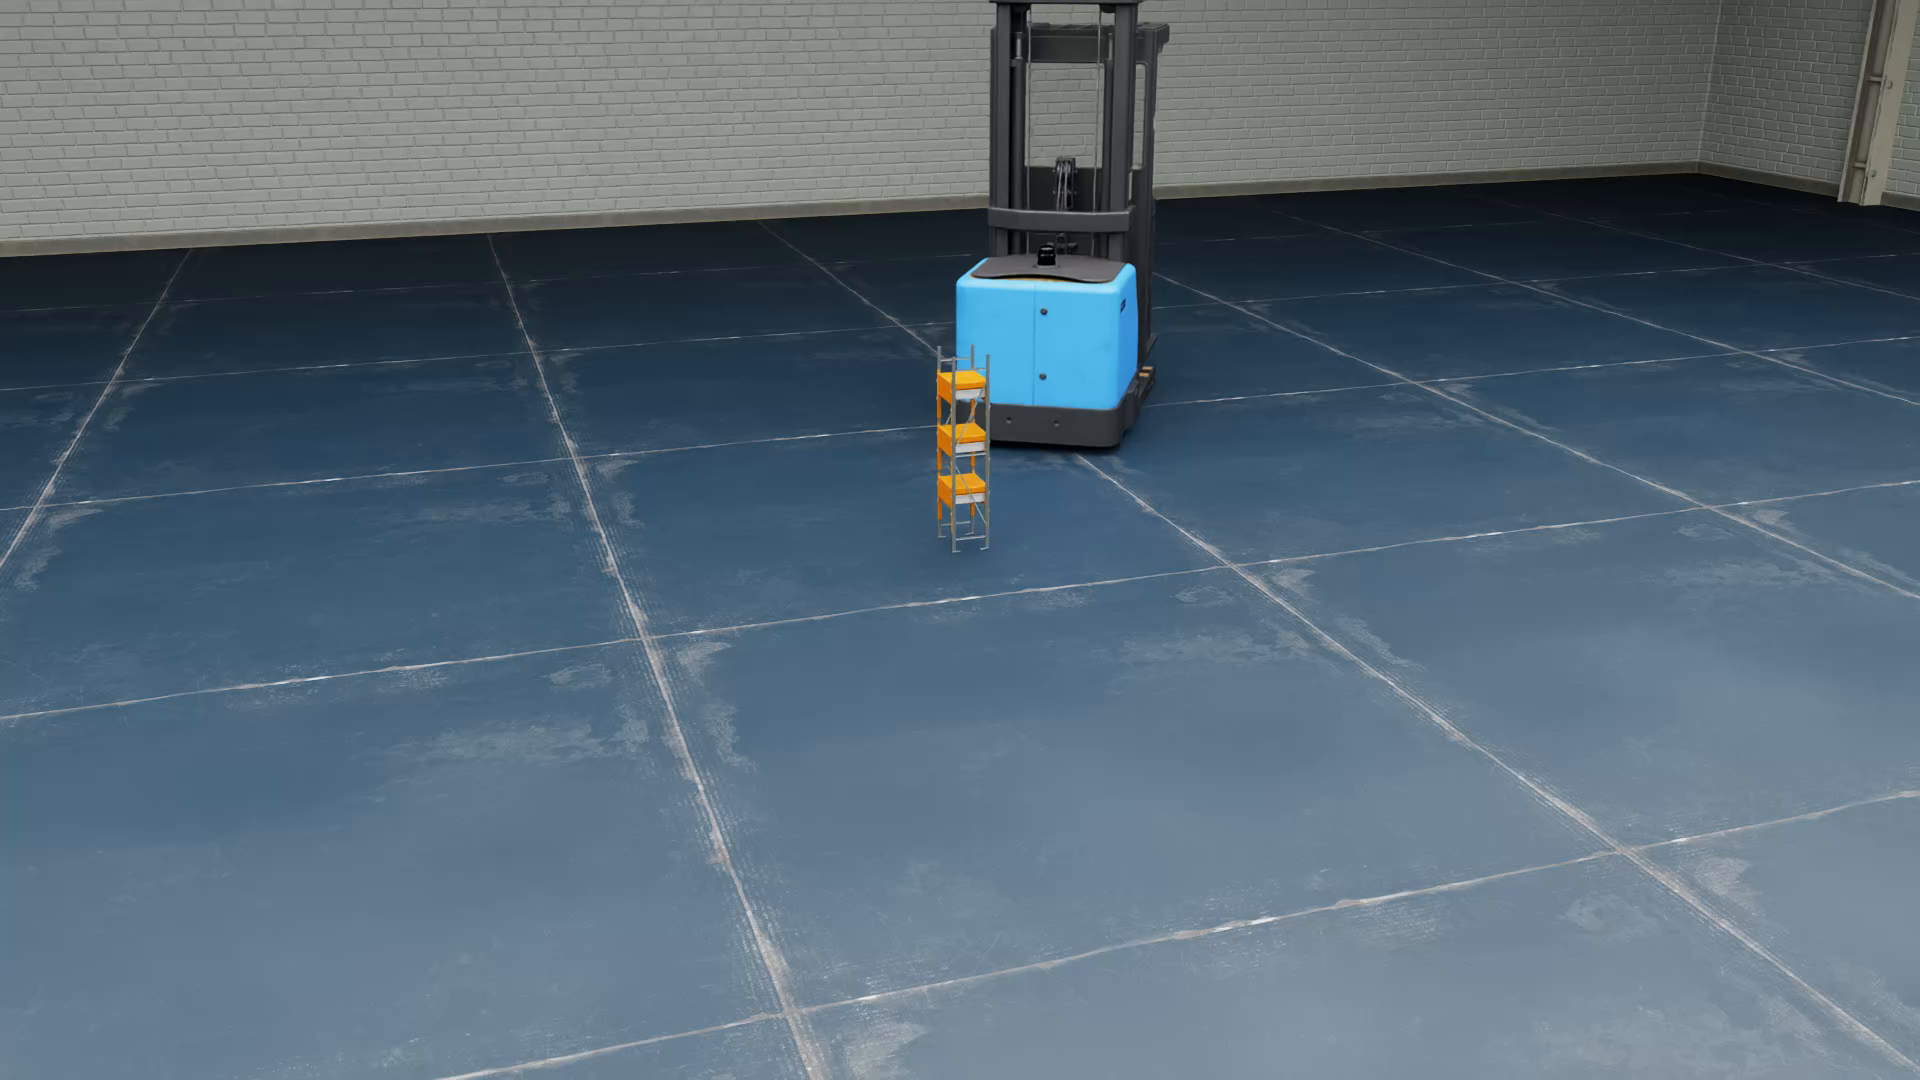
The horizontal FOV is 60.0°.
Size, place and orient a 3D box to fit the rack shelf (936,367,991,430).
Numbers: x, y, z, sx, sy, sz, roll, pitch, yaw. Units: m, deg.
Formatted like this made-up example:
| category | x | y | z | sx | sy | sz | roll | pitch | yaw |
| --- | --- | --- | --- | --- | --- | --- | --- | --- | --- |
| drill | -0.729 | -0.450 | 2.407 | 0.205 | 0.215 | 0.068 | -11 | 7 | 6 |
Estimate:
| category | x | y | z | sx | sy | sz | roll | pitch | yaw |
| --- | --- | --- | --- | --- | --- | --- | --- | --- | --- |
| rack shelf | 0.017 | -0.734 | 8.599 | 0.215 | 0.259 | 0.240 | -6 | 21 | -17 |

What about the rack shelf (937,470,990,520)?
| category | x | y | z | sx | sy | sz | roll | pitch | yaw |
| --- | --- | --- | --- | --- | --- | --- | --- | --- | --- |
| rack shelf | 0.017 | -0.205 | 8.789 | 0.215 | 0.259 | 0.240 | -6 | 21 | -17 |

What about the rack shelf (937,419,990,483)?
| category | x | y | z | sx | sy | sz | roll | pitch | yaw |
| --- | --- | --- | --- | --- | --- | --- | --- | --- | --- |
| rack shelf | 0.017 | -0.467 | 8.695 | 0.215 | 0.259 | 0.240 | -6 | 21 | -17 |

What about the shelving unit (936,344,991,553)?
| category | x | y | z | sx | sy | sz | roll | pitch | yaw |
| --- | --- | --- | --- | --- | --- | --- | --- | --- | --- |
| shelving unit | 0.017 | -0.477 | 8.691 | 0.215 | 1.050 | 0.252 | -6 | 21 | -17 |

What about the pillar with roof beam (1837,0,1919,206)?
| category | x | y | z | sx | sy | sz | roll | pitch | yaw |
| --- | --- | --- | --- | --- | --- | --- | --- | --- | --- |
| pillar with roof beam | 6.990 | -7.932 | 17.687 | 9.100 | 9.000 | 0.400 | -6 | 21 | -17 |

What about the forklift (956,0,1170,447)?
| category | x | y | z | sx | sy | sz | roll | pitch | yaw |
| --- | --- | --- | --- | --- | --- | --- | --- | --- | --- |
| forklift | 0.792 | -2.418 | 11.312 | 1.130 | 2.935 | 3.031 | 4 | 20 | 12 |

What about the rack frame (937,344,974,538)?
| category | x | y | z | sx | sy | sz | roll | pitch | yaw |
| --- | --- | --- | --- | --- | --- | --- | --- | --- | --- |
| rack frame | -0.022 | -0.516 | 8.800 | 0.200 | 1.050 | 0.008 | -6 | 21 | -17 |

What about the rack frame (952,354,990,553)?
| category | x | y | z | sx | sy | sz | roll | pitch | yaw |
| --- | --- | --- | --- | --- | --- | --- | --- | --- | --- |
| rack frame | 0.055 | -0.438 | 8.582 | 0.200 | 1.050 | 0.008 | -6 | 21 | -17 |
